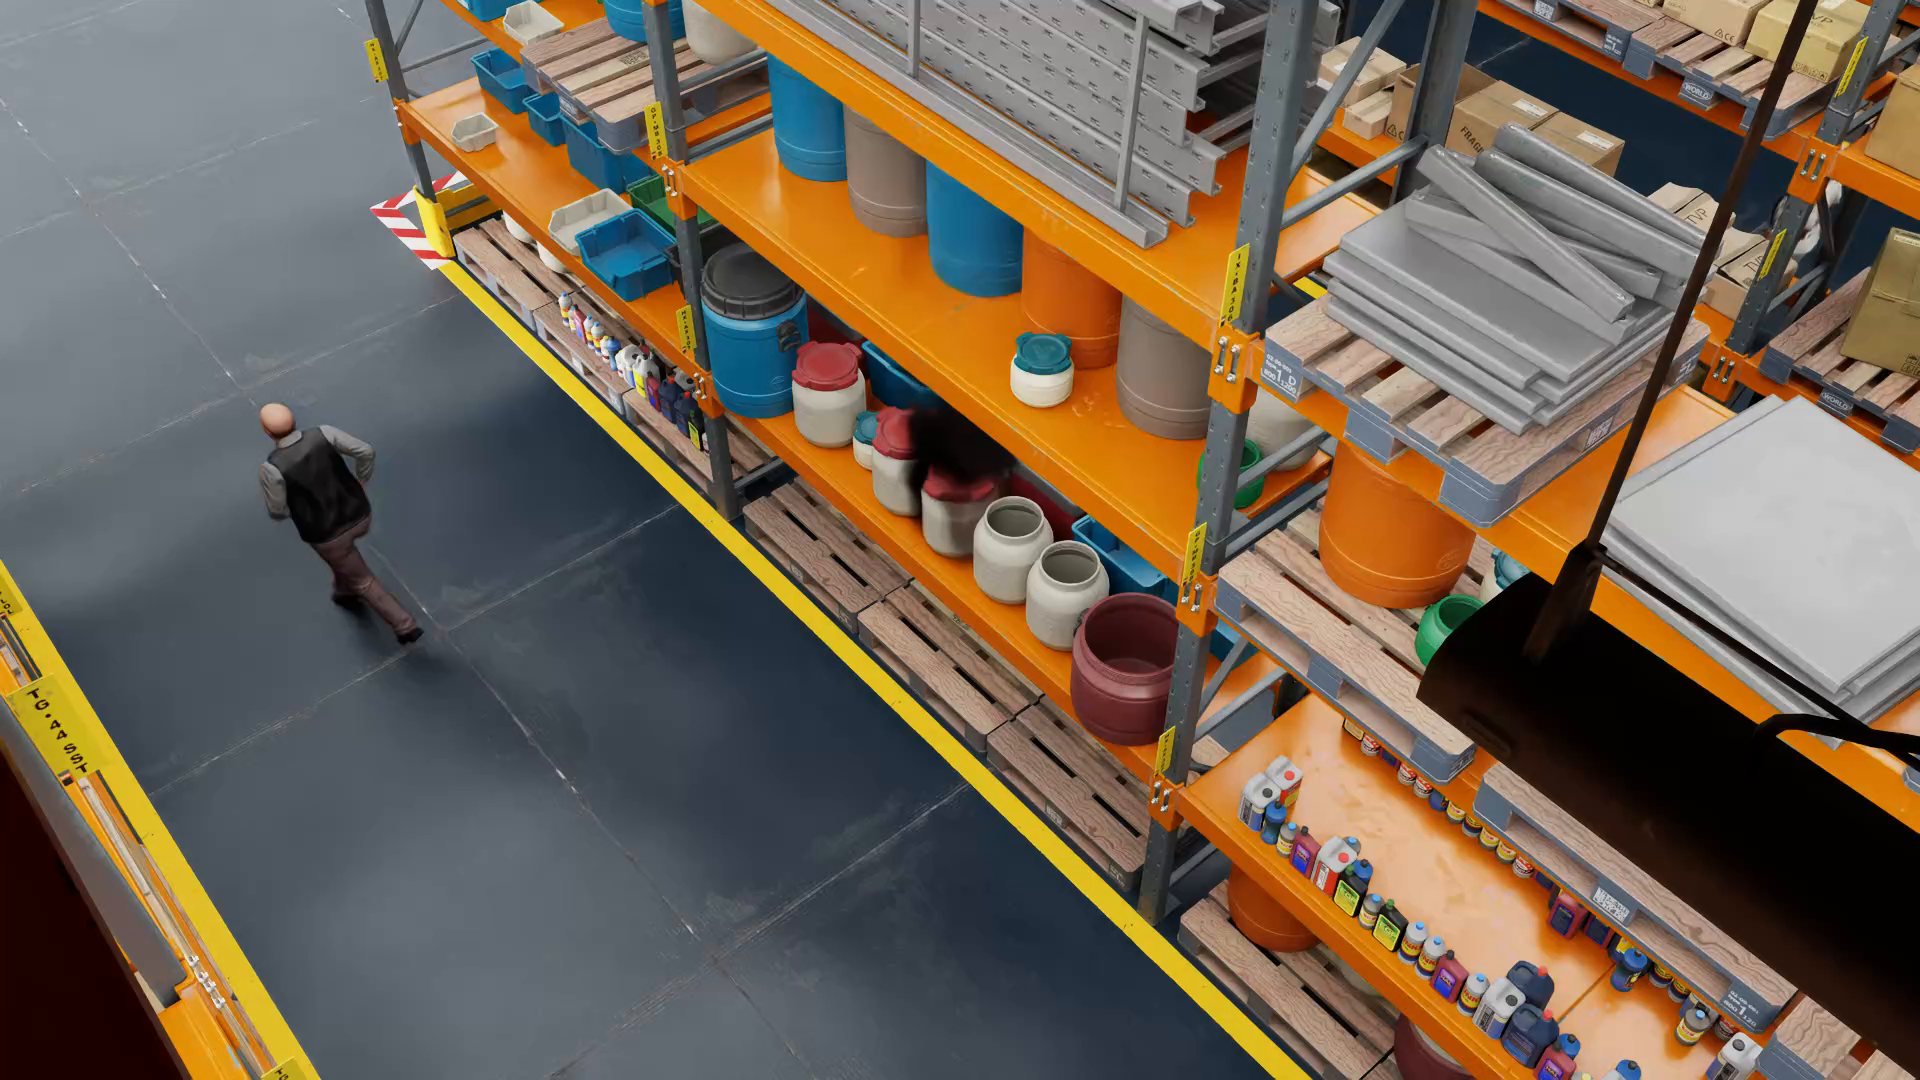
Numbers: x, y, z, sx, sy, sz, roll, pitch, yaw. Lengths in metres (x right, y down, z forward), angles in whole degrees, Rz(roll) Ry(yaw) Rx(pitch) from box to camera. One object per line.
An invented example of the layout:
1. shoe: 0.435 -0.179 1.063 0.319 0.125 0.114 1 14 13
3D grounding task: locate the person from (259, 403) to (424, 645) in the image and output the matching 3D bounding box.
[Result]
1. person: -3.632 -0.026 9.886 0.960 1.732 0.679 29 53 25

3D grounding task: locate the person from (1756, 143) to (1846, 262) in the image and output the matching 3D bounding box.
1. person: 5.967 -2.101 11.849 0.604 1.667 0.585 36 56 29
